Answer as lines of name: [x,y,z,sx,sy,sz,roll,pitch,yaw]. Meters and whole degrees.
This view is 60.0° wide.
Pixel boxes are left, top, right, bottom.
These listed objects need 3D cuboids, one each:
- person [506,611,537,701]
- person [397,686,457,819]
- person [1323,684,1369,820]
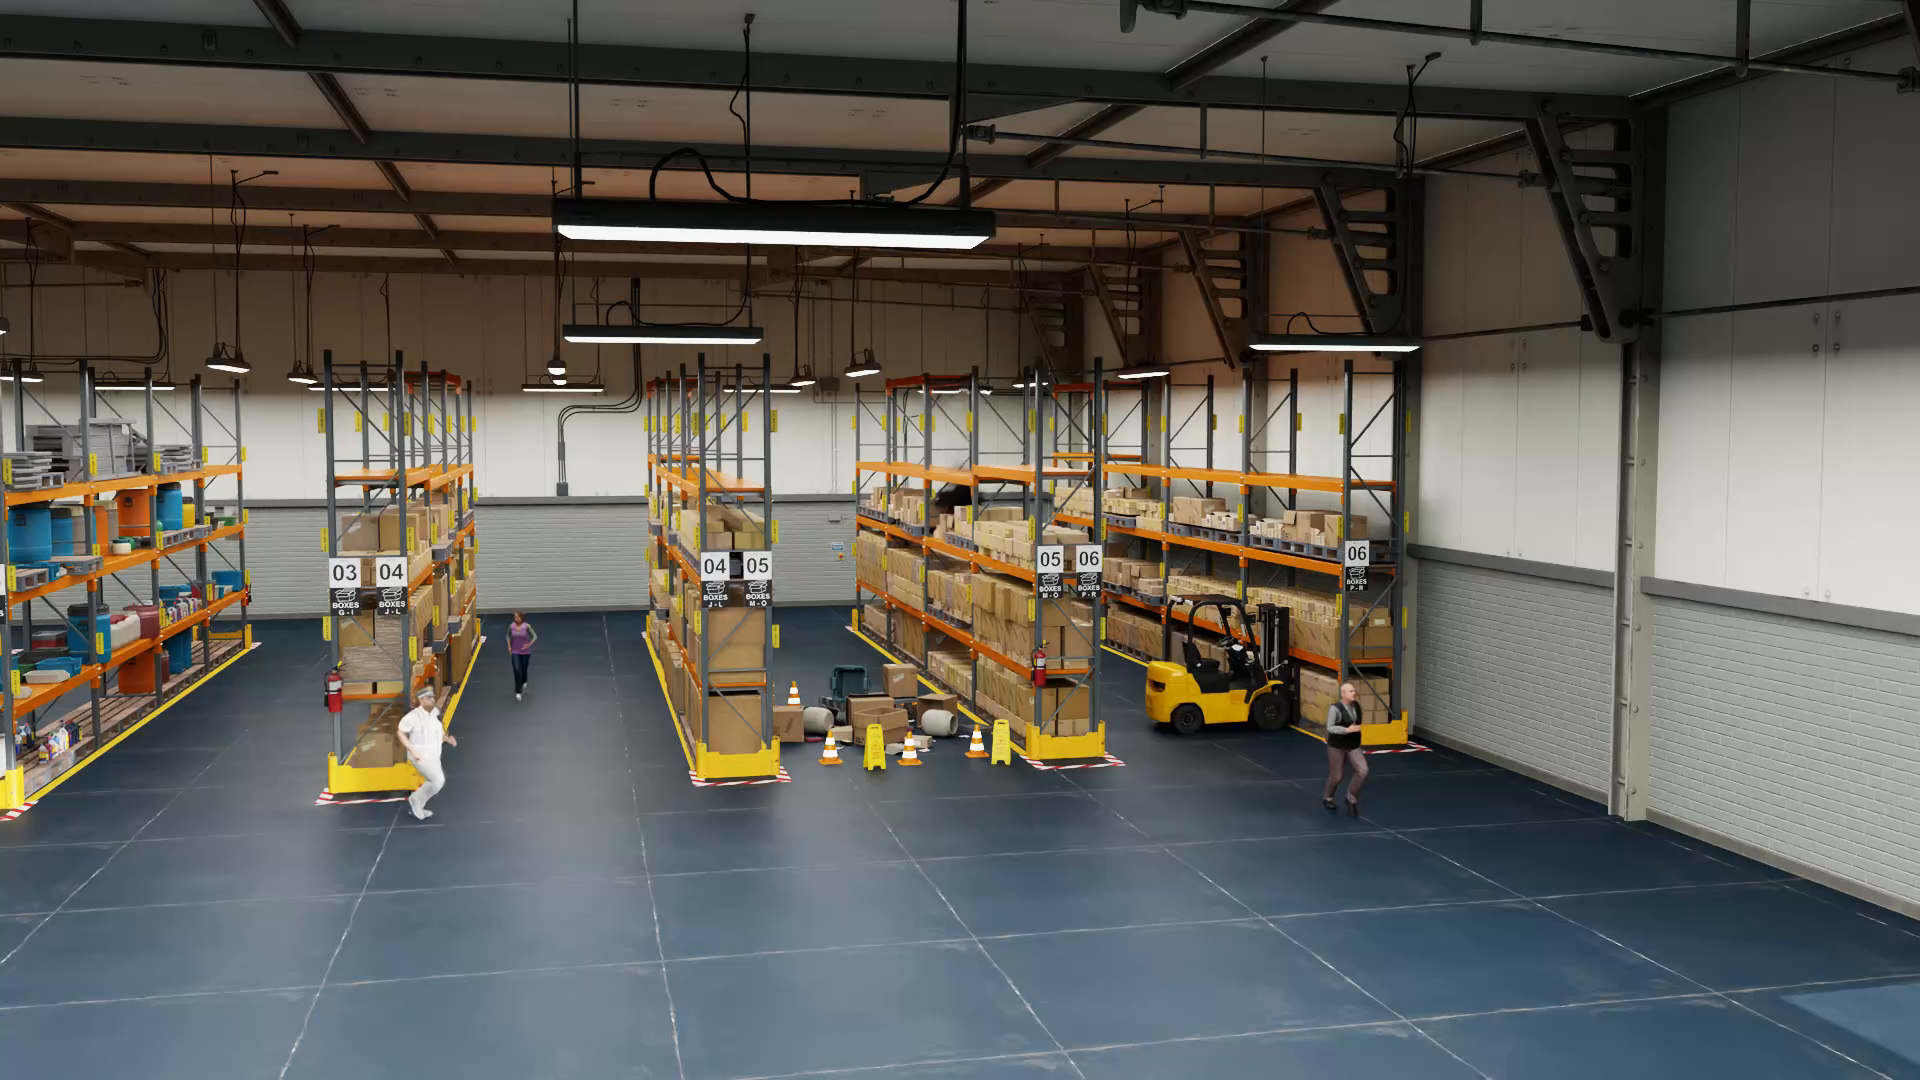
person: [-8.012,2.098,30.419,0.563,1.632,0.717,0,4,-5]
person: [-6.724,2.683,21.001,0.705,1.700,0.612,1,4,16]
person: [4.903,2.674,21.193,0.680,1.731,0.823,-2,4,-24]
